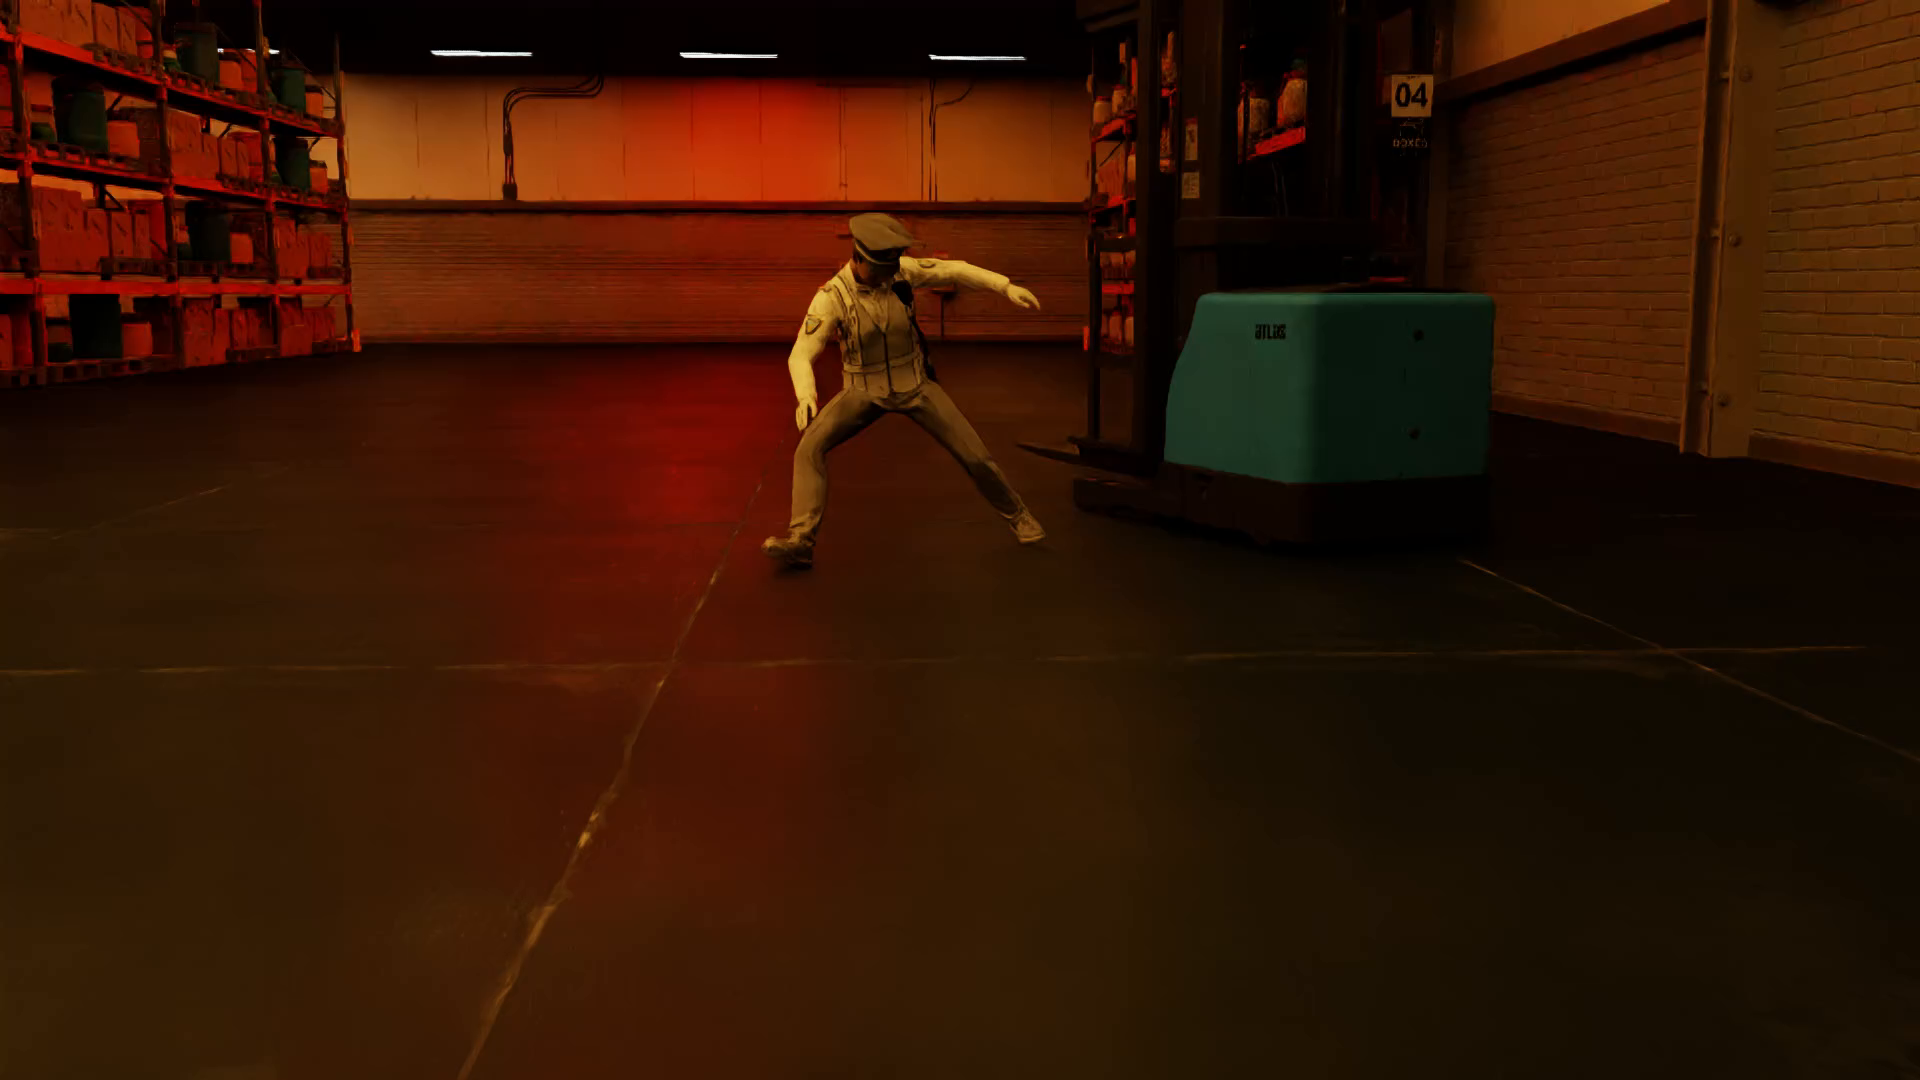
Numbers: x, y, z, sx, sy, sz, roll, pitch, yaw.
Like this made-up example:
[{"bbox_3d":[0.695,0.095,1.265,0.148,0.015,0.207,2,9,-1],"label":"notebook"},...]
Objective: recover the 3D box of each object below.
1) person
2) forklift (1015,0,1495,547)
[{"bbox_3d":[-0.213,-0.613,6.752,1.232,1.393,0.727,-1,9,-10],"label":"person"},{"bbox_3d":[1.226,-1.597,8.085,1.130,2.935,3.031,-4,9,-23],"label":"forklift"}]
